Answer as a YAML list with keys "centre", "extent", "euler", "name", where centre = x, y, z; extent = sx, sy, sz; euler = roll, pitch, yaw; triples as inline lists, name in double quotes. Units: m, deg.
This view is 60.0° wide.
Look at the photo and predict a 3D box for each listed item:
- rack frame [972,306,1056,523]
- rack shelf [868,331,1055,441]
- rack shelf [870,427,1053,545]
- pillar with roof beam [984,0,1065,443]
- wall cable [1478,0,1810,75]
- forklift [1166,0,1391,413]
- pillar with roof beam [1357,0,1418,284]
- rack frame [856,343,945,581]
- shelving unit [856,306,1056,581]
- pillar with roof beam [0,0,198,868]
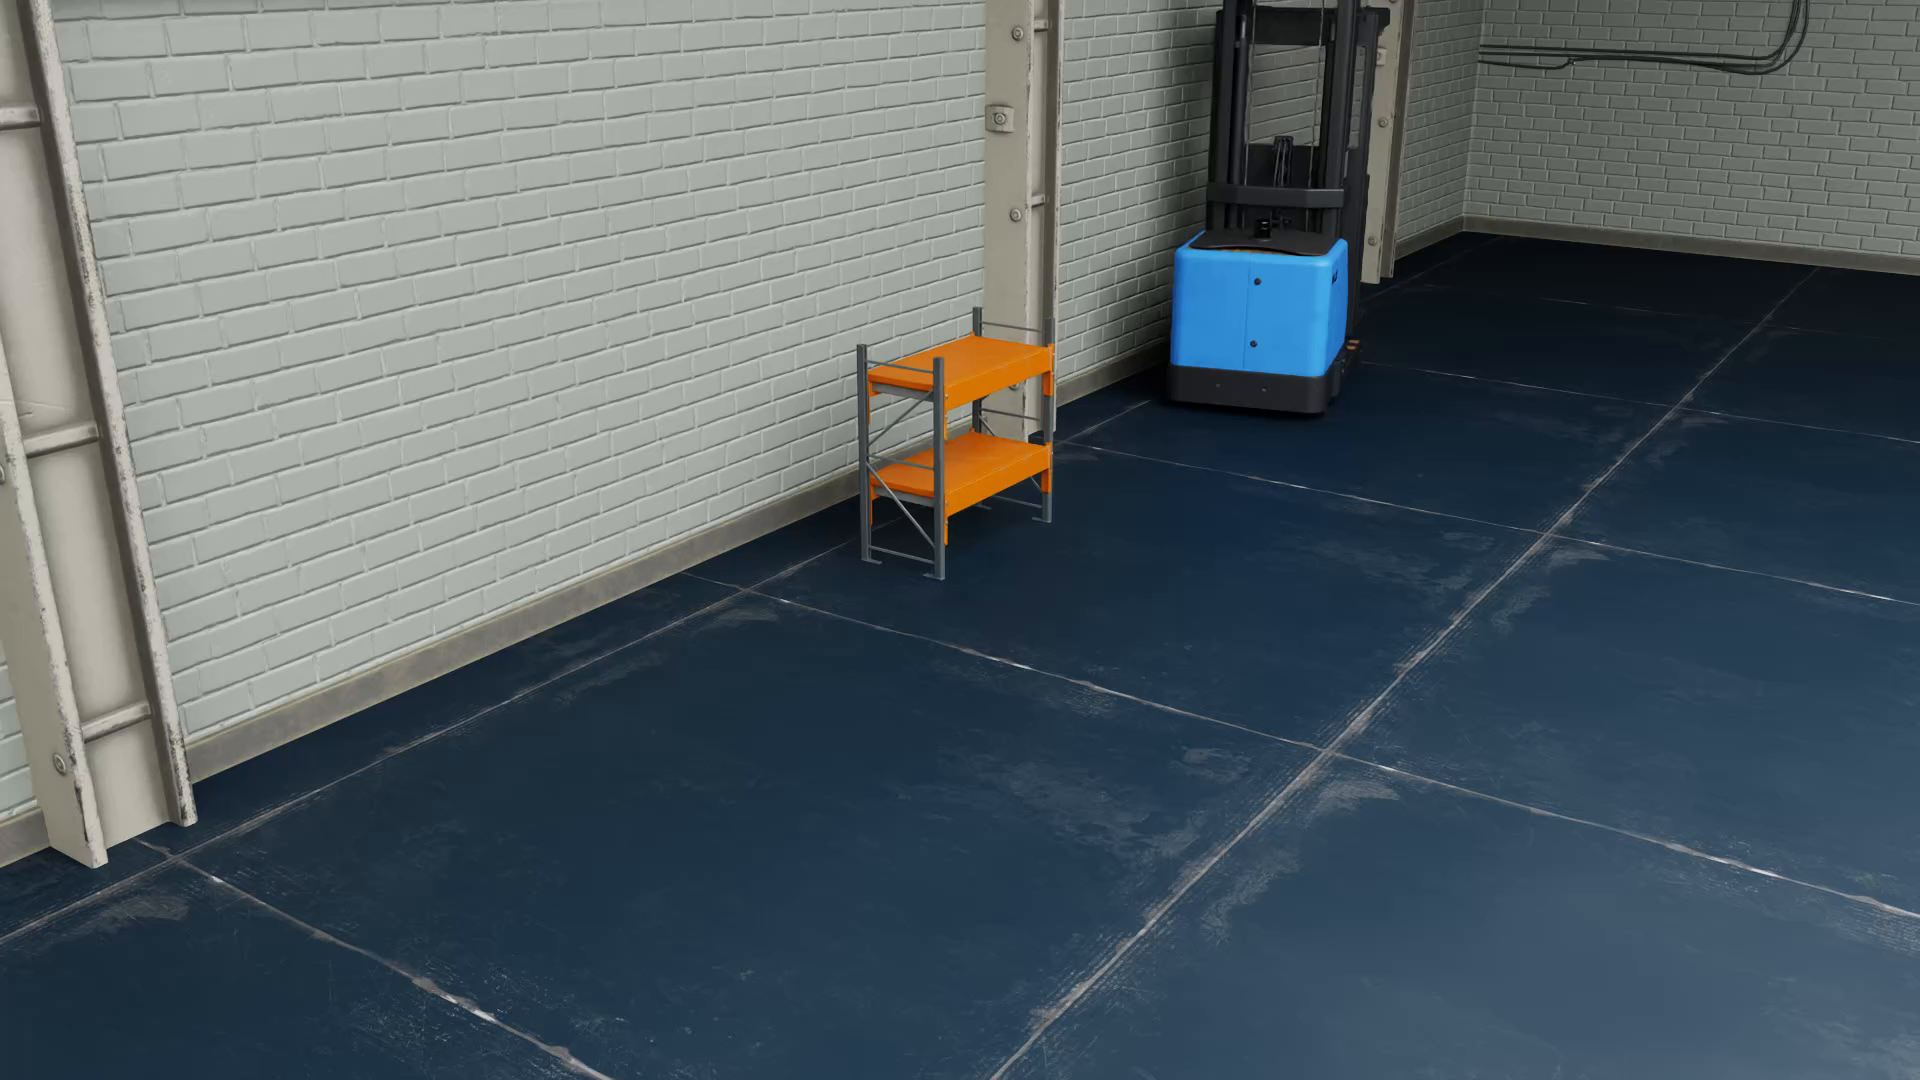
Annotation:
- centre: [0.282, -0.671, 8.959]
  extent: [0.500, 1.125, 0.032]
  euler: [13, 24, 32]
  name: "rack frame"
- centre: [-0.004, -0.800, 8.463]
  extent: [0.538, 0.278, 1.000]
  euler: [13, 24, 32]
  name: "rack shelf"
- centre: [-0.004, -0.296, 8.649]
  extent: [0.538, 0.278, 1.000]
  euler: [13, 24, 32]
  name: "rack shelf"
- centre: [3.941, -4.060, 6.769]
  extent: [9.100, 9.000, 0.400]
  euler: [13, 24, 32]
  name: "pillar with roof beam"
- centre: [6.503, -5.752, 15.819]
  extent: [3.097, 2.526, 0.112]
  euler: [13, 24, 32]
  name: "wall cable"
- centre: [2.354, -2.674, 11.768]
  extent: [1.130, 2.935, 3.031]
  euler: [7, 21, 18]
  name: "forklift"
- centre: [7.314, -5.781, 11.423]
  extent: [9.100, 9.000, 0.400]
  euler: [13, 24, 32]
  name: "pillar with roof beam"
- centre: [-0.290, -0.380, 8.170]
  extent: [0.500, 1.125, 0.032]
  euler: [13, 24, 32]
  name: "rack frame"
- centre: [-0.004, -0.526, 8.565]
  extent: [0.538, 1.125, 1.048]
  euler: [13, 24, 32]
  name: "shelving unit"
- centre: [0.568, -2.338, 2.115]
  extent: [9.100, 9.000, 0.400]
  euler: [13, 24, 32]
  name: "pillar with roof beam"
